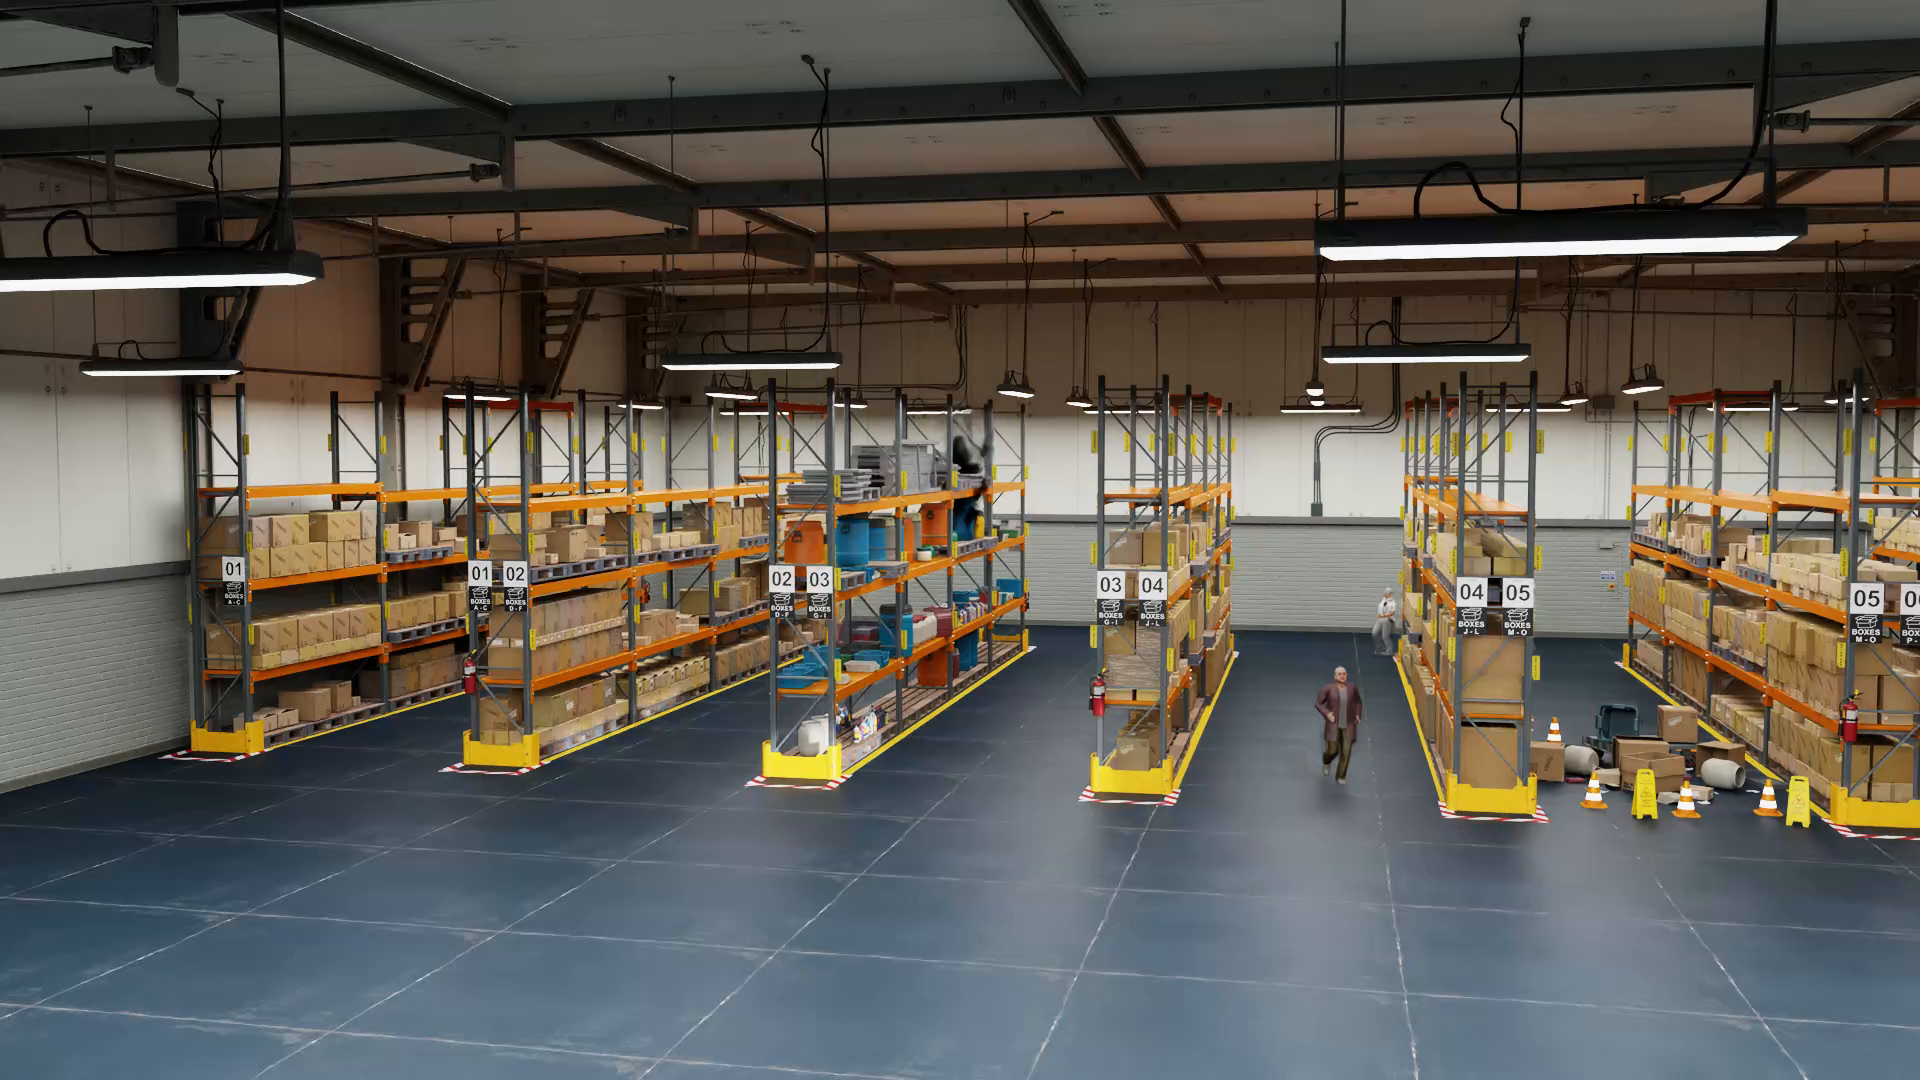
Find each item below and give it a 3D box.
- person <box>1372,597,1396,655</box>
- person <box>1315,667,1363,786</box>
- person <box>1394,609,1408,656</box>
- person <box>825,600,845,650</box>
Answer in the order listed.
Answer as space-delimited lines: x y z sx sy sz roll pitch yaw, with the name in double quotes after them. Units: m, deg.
10.094 2.049 39.412 0.580 1.450 0.654 -1 4 -24 "person"
5.584 2.728 24.473 0.718 1.741 0.736 0 3 -1 "person"
10.711 1.871 39.355 0.871 1.759 0.654 1 3 11 "person"
-2.748 1.837 36.058 0.569 1.620 0.526 0 3 6 "person"
